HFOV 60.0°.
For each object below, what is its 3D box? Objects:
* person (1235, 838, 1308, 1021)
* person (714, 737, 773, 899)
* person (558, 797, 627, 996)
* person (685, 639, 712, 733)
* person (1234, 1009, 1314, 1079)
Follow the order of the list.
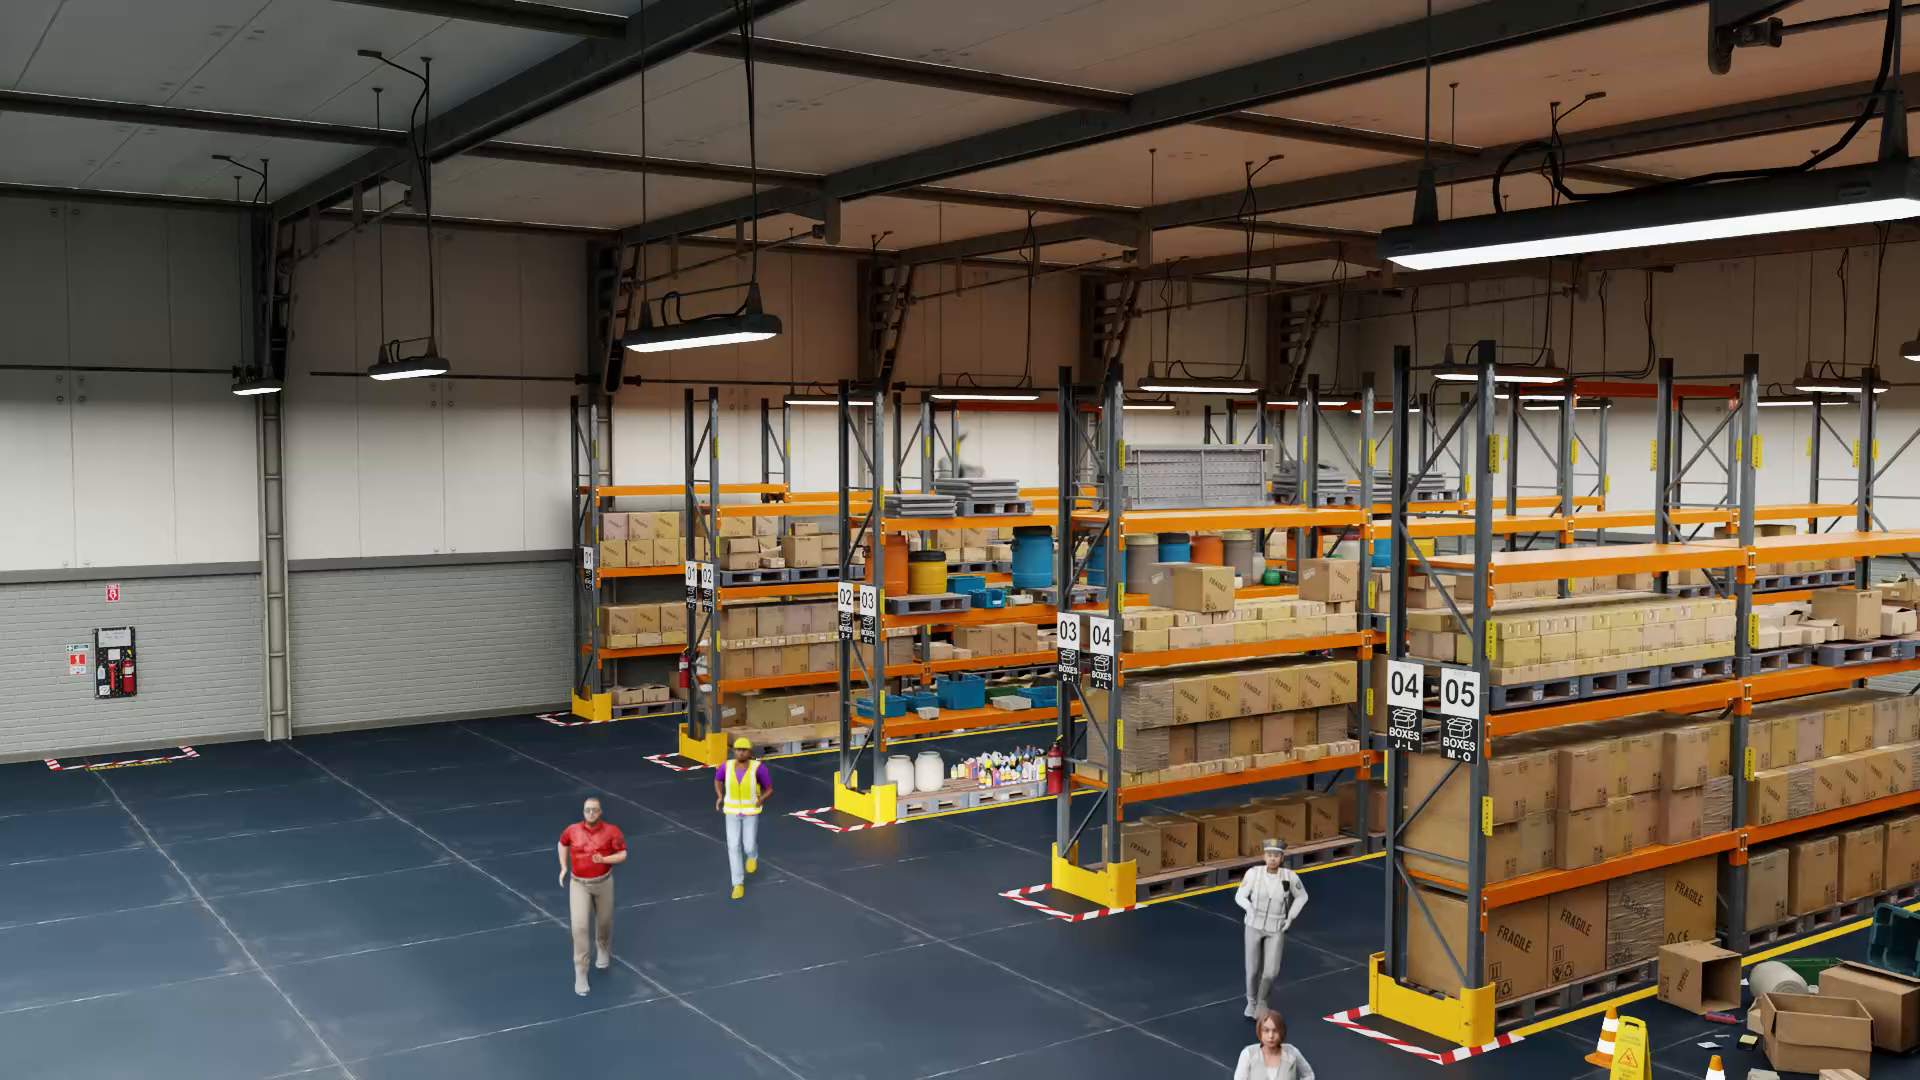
[{"bbox_3d":[2.730,3.450,14.661,0.621,1.674,0.629,1,4,17],"label":"person"},{"bbox_3d":[-2.496,3.142,19.099,0.699,1.766,0.933,0,3,0],"label":"person"},{"bbox_3d":[-3.503,3.338,15.859,0.646,1.771,0.870,-1,4,-11],"label":"person"},{"bbox_3d":[-4.368,2.589,28.614,0.738,1.802,0.638,-3,5,-43],"label":"person"},{"bbox_3d":[1.939,3.787,10.362,0.514,1.545,0.667,1,4,12],"label":"person"}]
